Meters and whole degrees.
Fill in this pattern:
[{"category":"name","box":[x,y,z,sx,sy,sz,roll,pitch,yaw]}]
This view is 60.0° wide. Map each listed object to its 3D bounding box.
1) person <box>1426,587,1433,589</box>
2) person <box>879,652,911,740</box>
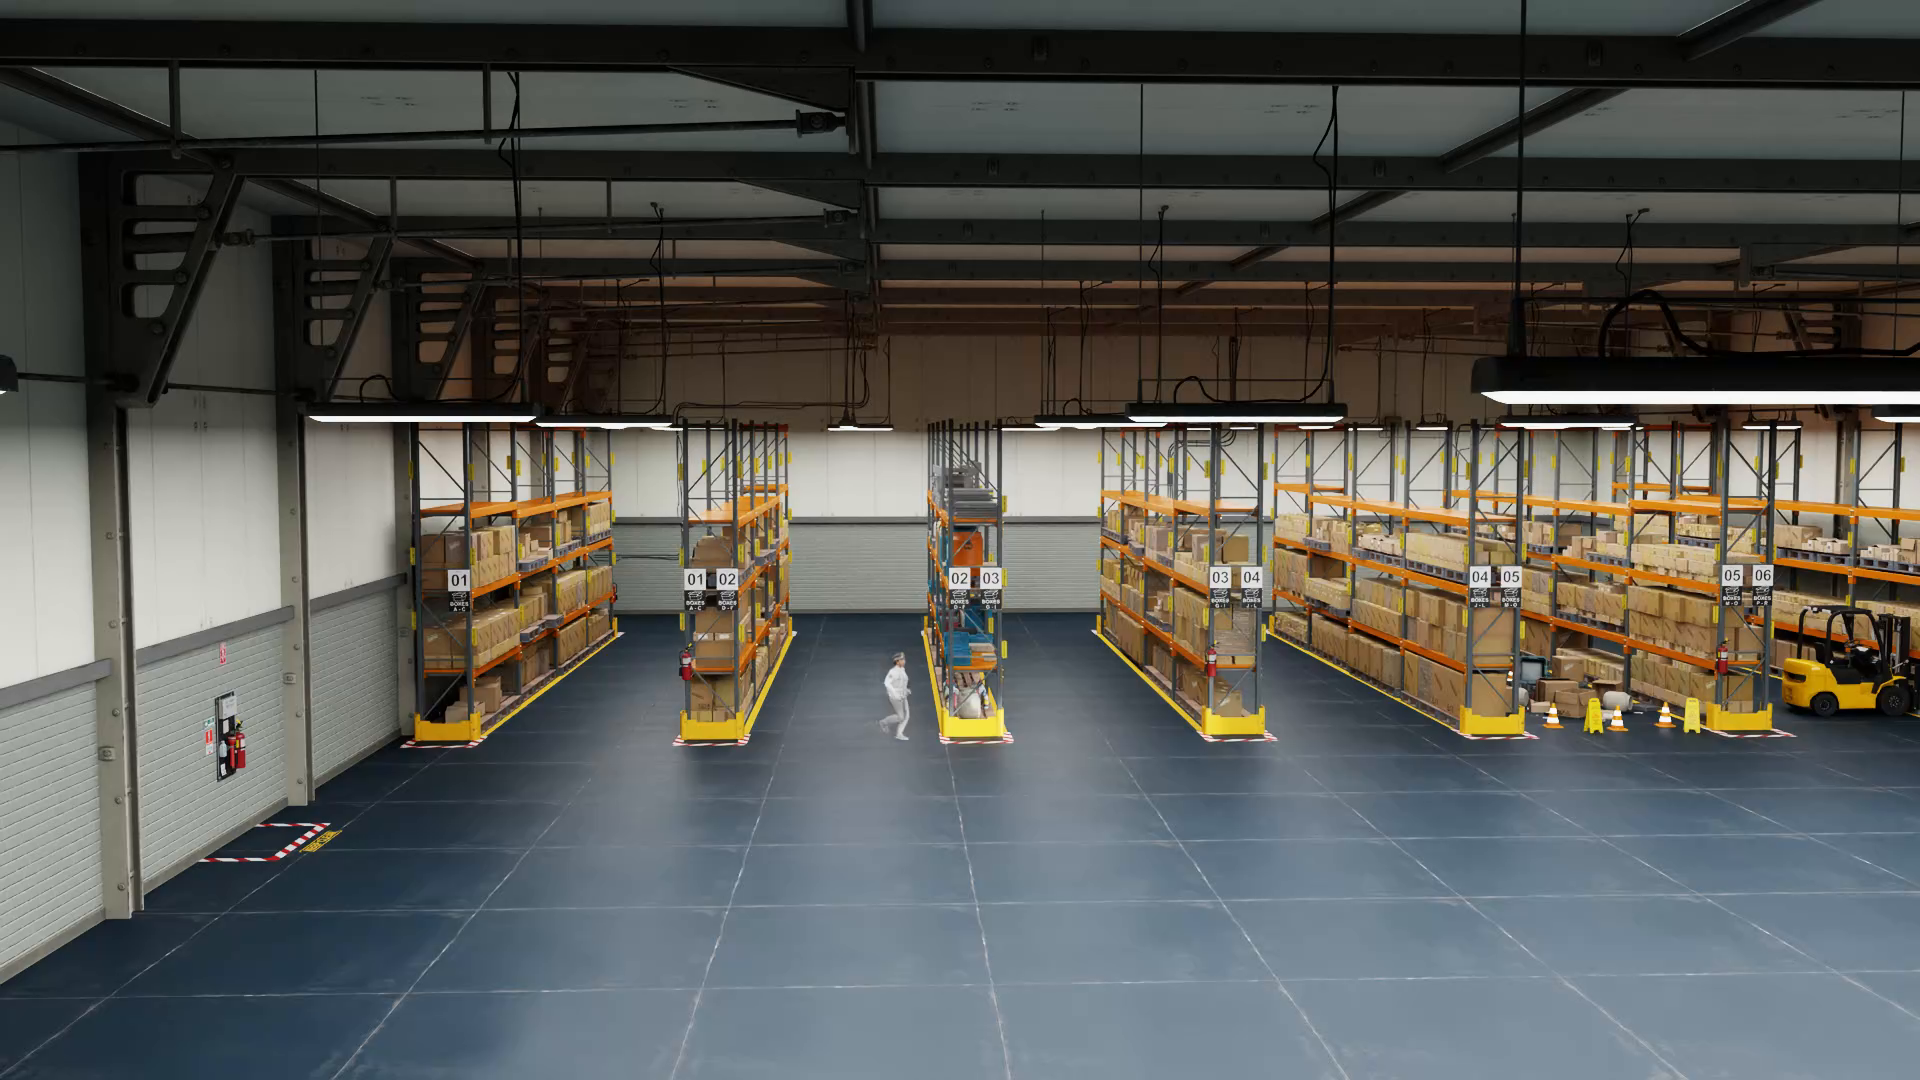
[{"category":"person","box":[12.396,2.064,43.944,0.610,1.665,0.870,-1,4,-20]},{"category":"person","box":[-1.217,2.915,31.102,0.609,1.650,0.635,2,4,28]}]
